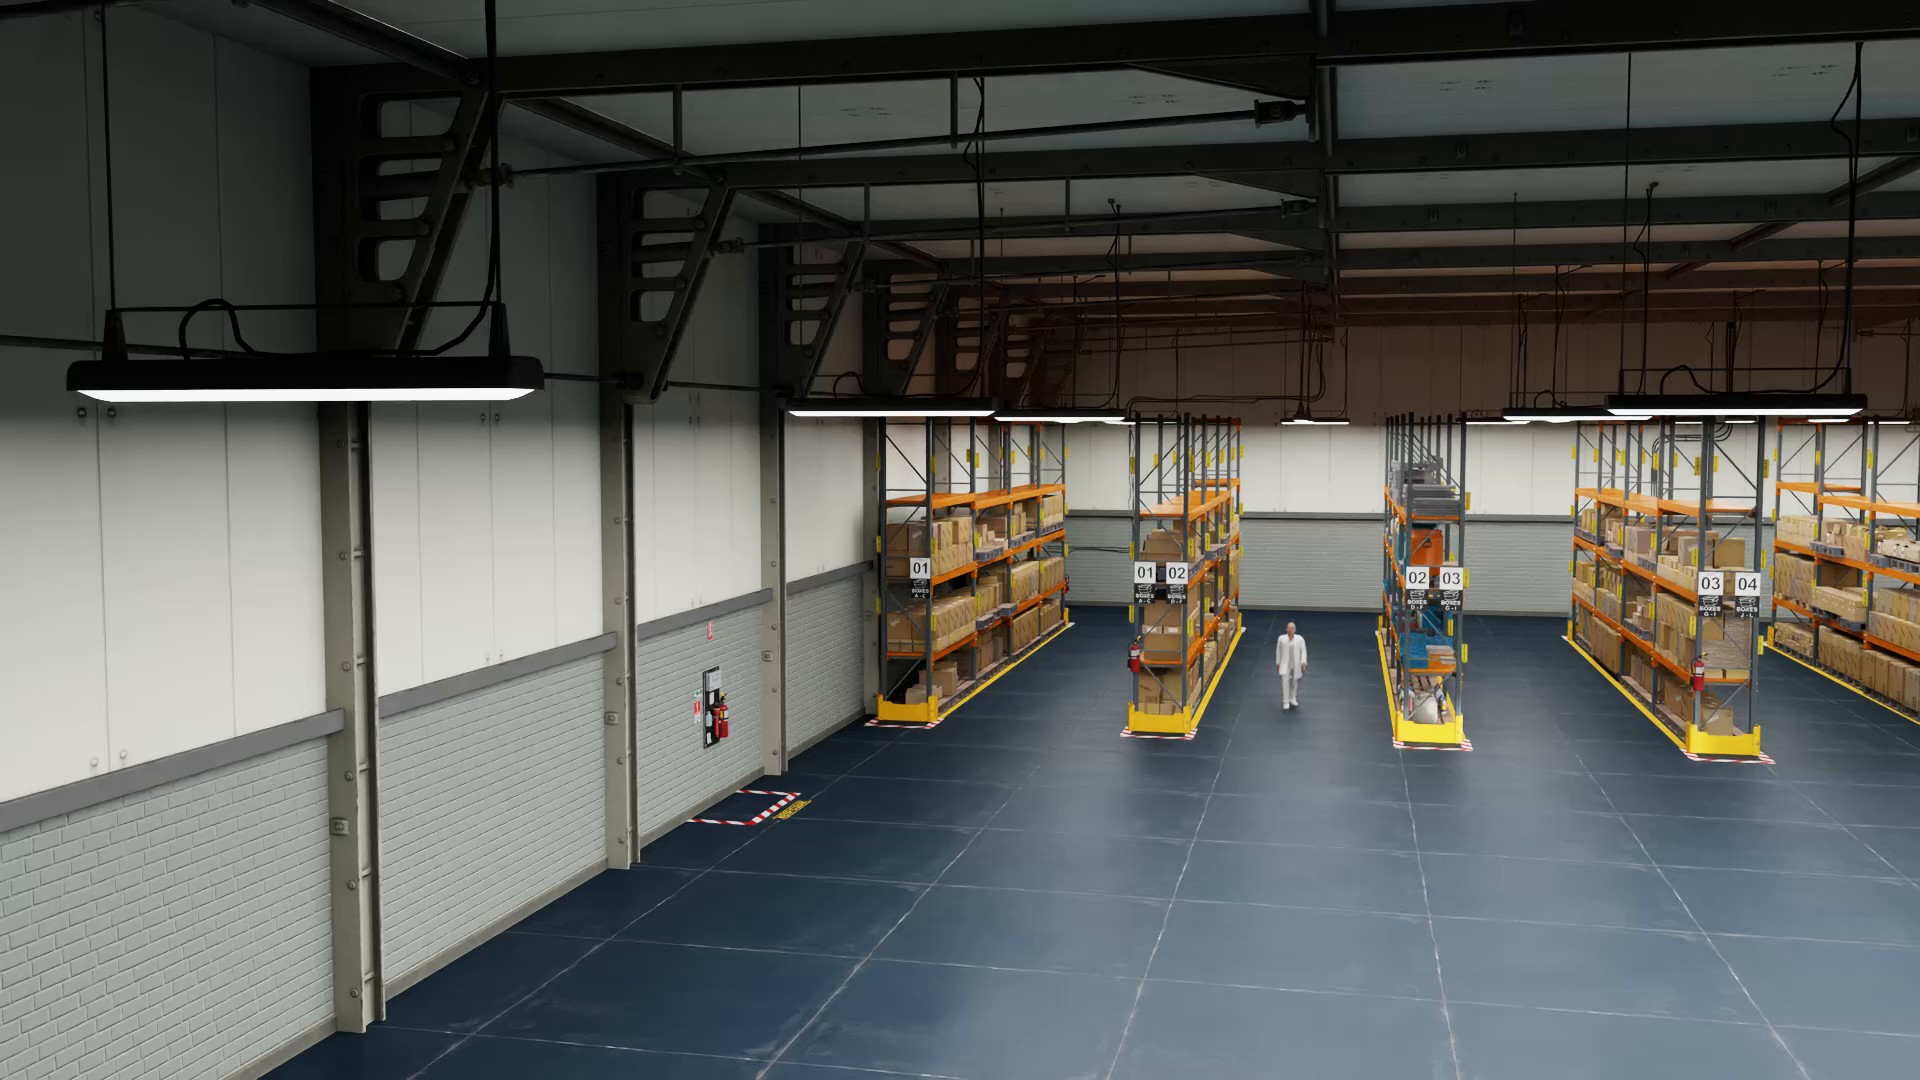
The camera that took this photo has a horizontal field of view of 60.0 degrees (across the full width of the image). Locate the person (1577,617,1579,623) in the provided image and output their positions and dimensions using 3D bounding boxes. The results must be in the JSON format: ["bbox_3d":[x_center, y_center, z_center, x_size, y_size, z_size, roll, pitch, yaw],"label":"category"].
[{"bbox_3d":[18.326,1.591,48.108,0.958,1.749,0.572,4,5,43],"label":"person"}]

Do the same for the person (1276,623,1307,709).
[{"bbox_3d":[6.737,2.551,33.767,0.595,1.728,1.093,1,4,7],"label":"person"}]
